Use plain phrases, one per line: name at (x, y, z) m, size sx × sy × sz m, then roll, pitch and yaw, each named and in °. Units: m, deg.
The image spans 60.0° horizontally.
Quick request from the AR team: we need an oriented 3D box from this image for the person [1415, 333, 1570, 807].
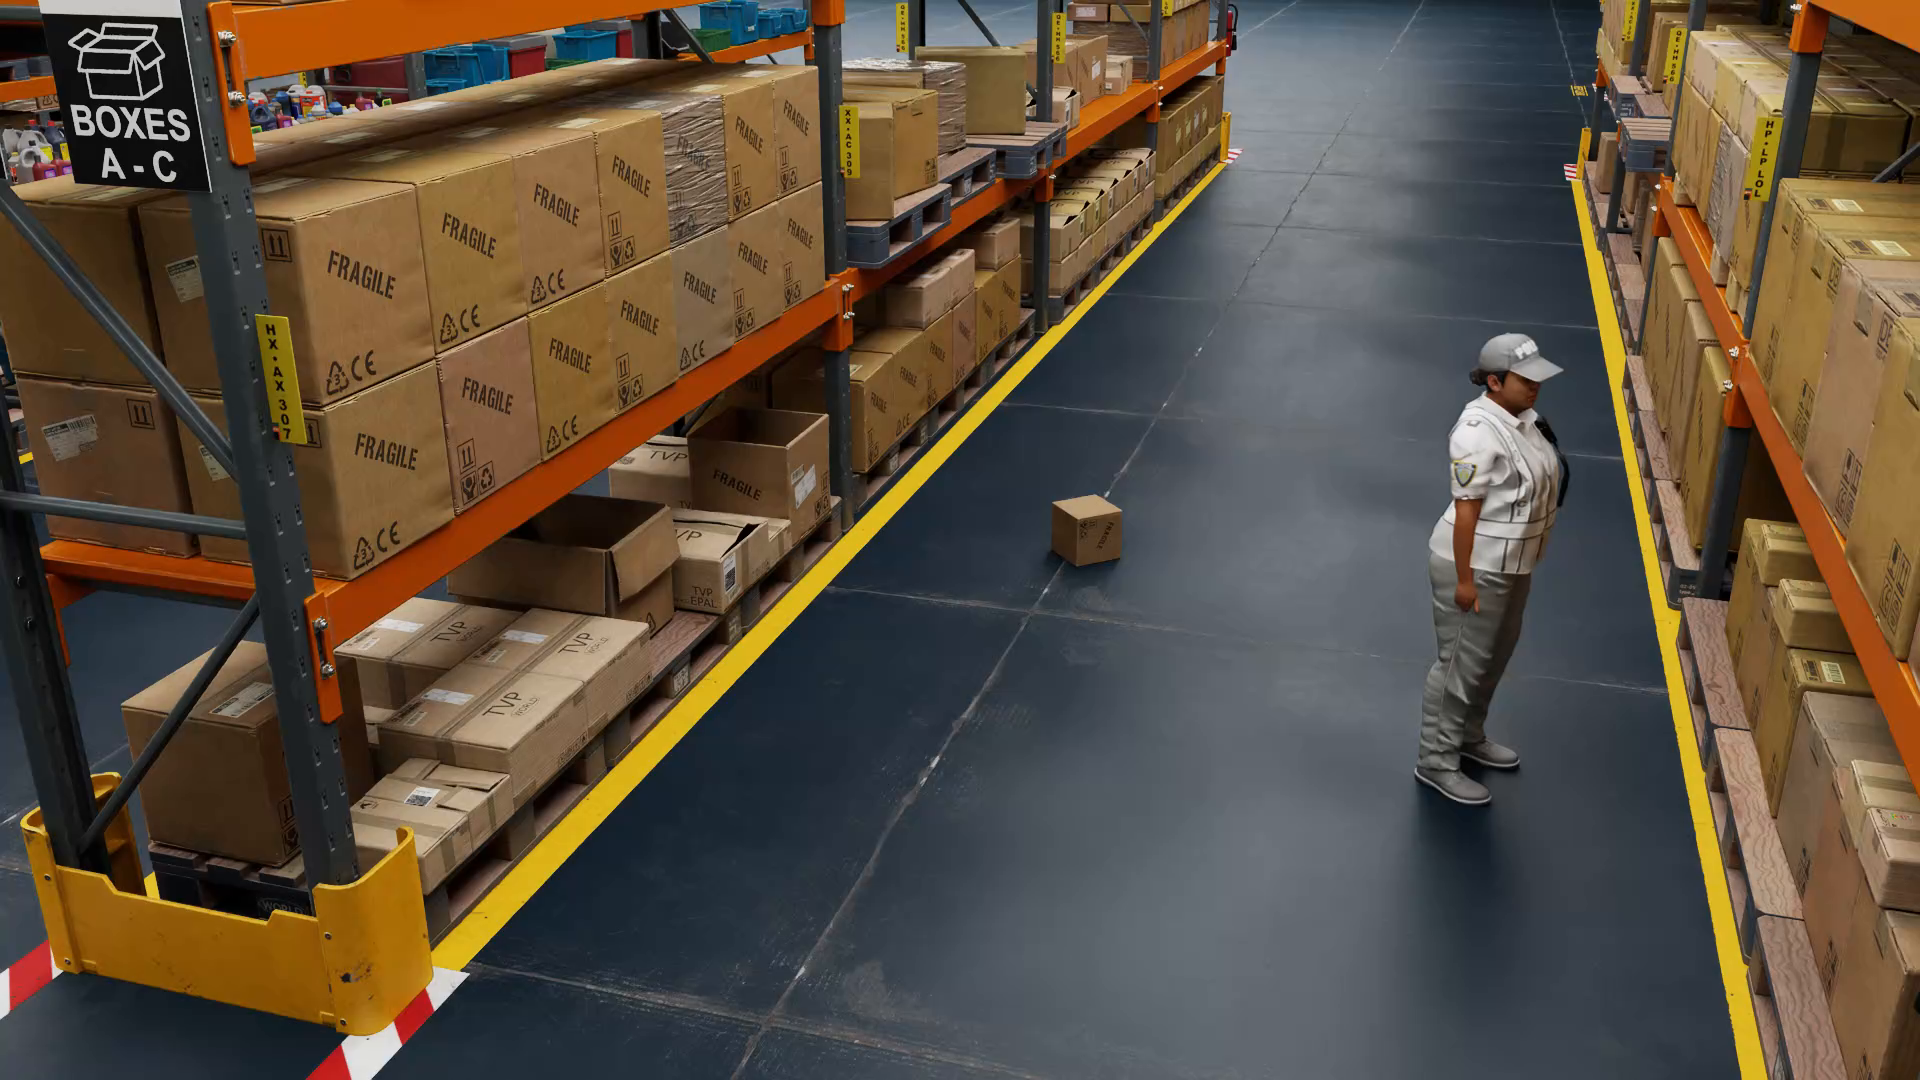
person at (1.864, 0.086, 5.873) m, size 0.387 × 1.669 × 0.478 m, roll 15°, pitch 27°, yaw 33°
